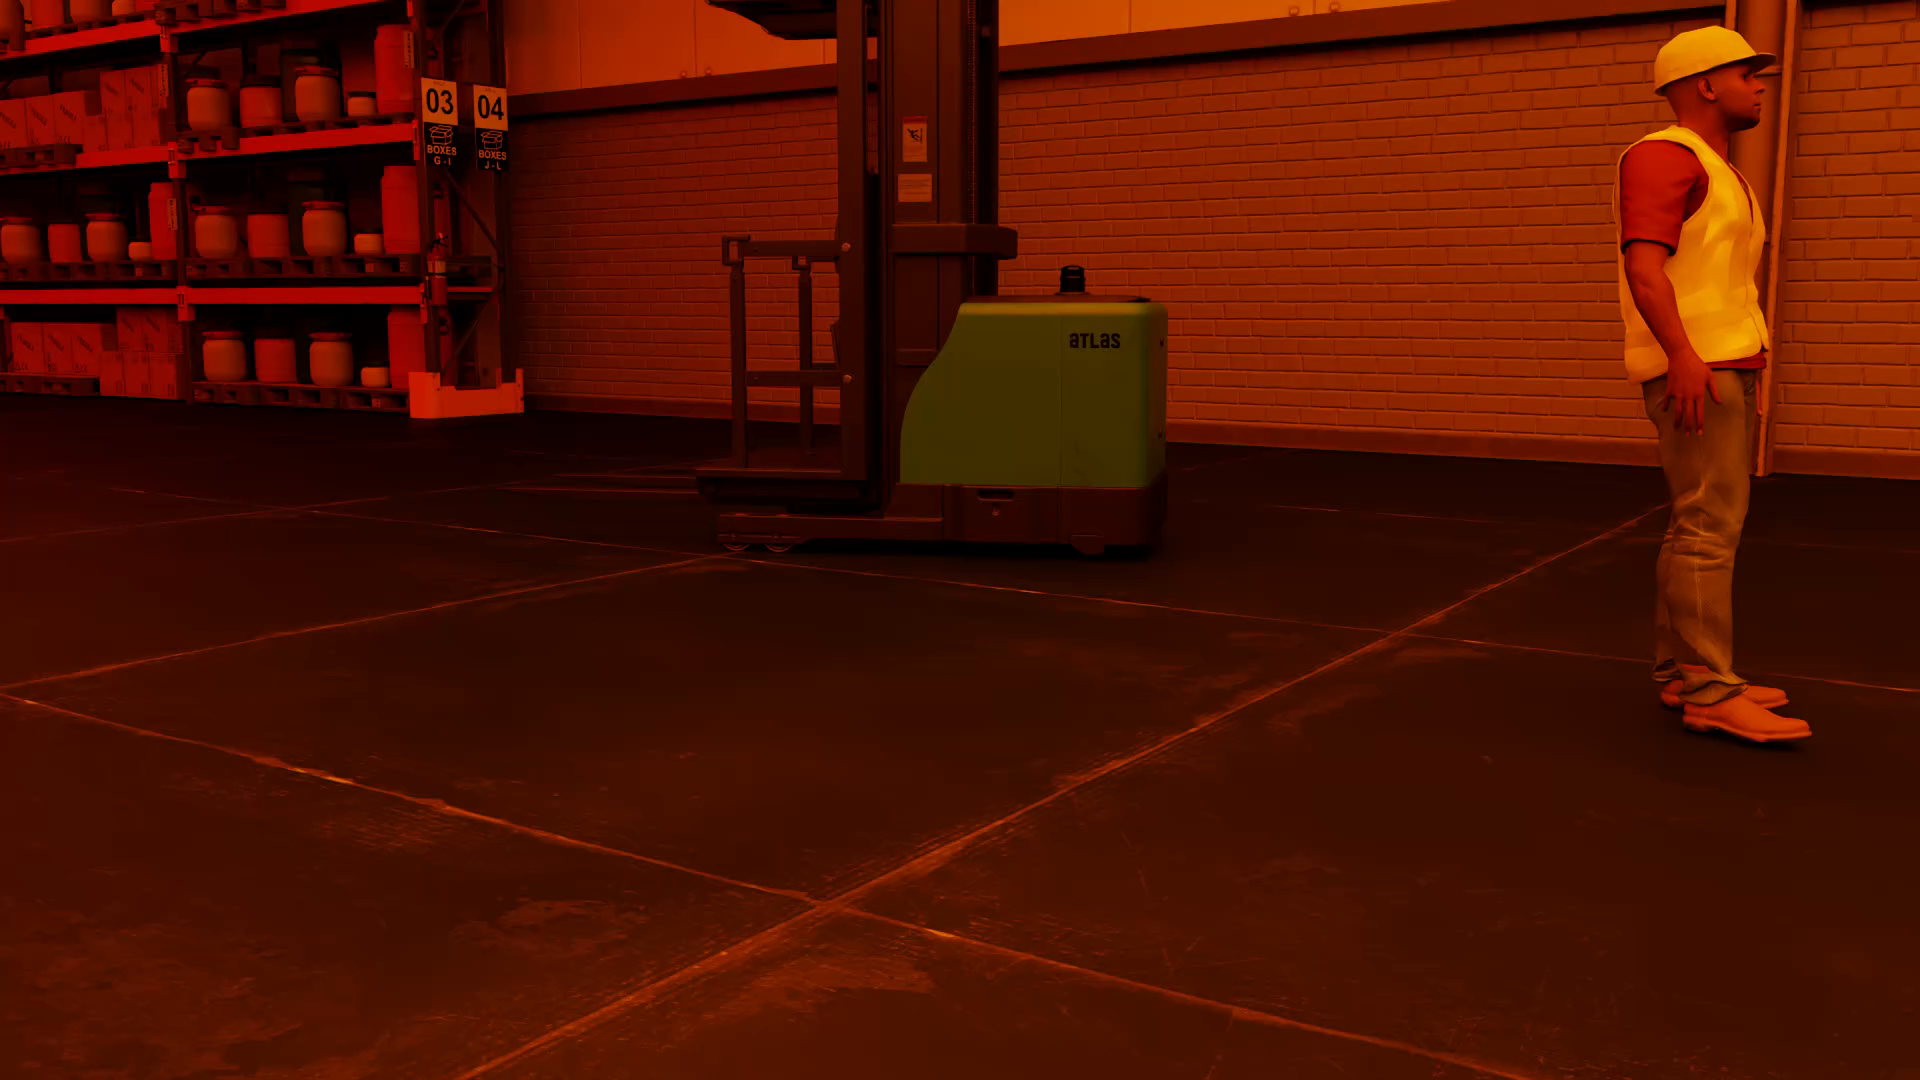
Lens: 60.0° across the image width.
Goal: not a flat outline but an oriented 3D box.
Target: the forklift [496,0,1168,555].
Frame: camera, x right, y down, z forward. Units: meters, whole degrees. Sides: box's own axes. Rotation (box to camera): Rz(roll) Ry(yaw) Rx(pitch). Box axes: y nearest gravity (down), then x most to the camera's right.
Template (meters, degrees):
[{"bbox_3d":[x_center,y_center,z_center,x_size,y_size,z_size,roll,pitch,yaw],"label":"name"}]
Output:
[{"bbox_3d":[-0.596,-1.469,7.520,3.031,2.935,1.130,2,8,12],"label":"forklift"}]

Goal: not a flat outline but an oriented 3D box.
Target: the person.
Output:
[{"bbox_3d":[1.981,-0.425,4.269,0.577,1.765,0.665,6,10,37],"label":"person"}]
